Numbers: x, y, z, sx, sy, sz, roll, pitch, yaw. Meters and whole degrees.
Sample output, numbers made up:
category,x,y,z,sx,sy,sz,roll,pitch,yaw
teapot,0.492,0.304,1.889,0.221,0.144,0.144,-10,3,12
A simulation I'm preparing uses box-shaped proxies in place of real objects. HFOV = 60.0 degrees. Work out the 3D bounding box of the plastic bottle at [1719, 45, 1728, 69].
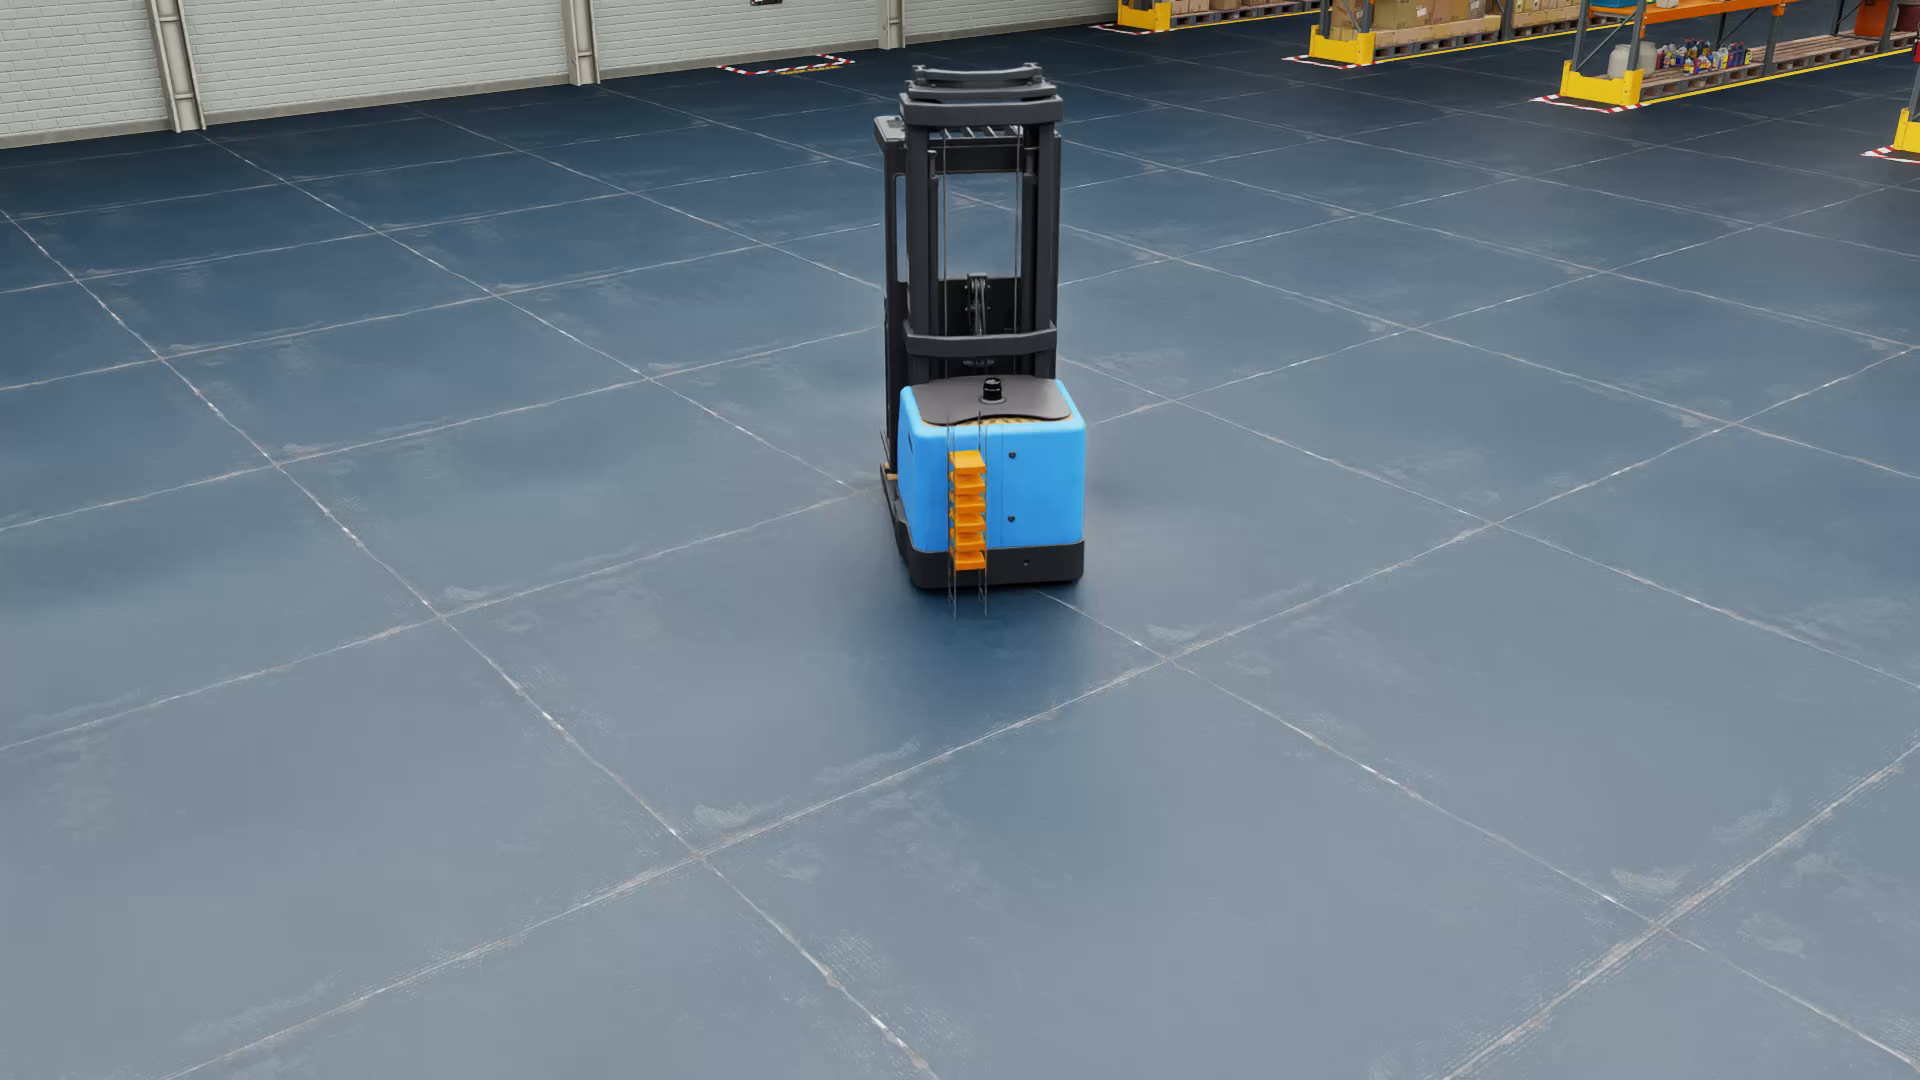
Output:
category,x,y,z,sx,sy,sz,roll,pitch,yaw
plastic bottle,12.006,-7.609,26.207,0.185,0.351,0.144,-18,31,-34

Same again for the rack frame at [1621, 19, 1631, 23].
category,x,y,z,sx,sy,sz,roll,pitch,yaw
rack frame,12.834,-11.689,32.373,0.127,3.000,1.000,-18,31,-34

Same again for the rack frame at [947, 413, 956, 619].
category,x,y,z,sx,sy,sz,roll,pitch,yaw
rack frame,-0.049,-0.131,9.602,0.006,1.200,0.240,-4,26,-8

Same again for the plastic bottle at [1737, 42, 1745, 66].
category,x,y,z,sx,sy,sz,roll,pitch,yaw
plastic bottle,12.411,-7.743,26.495,0.185,0.351,0.144,-19,31,-35

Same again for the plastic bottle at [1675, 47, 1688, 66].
category,x,y,z,sx,sy,sz,roll,pitch,yaw
plastic bottle,11.477,-7.698,26.486,0.135,0.276,0.152,-18,31,-34

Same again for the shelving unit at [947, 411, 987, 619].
category,x,y,z,sx,sy,sz,roll,pitch,yaw
shelving unit,0.041,-0.137,9.614,0.189,1.200,0.258,-4,26,-8

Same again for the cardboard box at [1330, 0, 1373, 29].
category,x,y,z,sx,sy,sz,roll,pitch,yaw
cardboard box,6.777,-9.132,28.740,0.500,0.500,0.500,-18,31,-34

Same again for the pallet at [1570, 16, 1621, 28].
category,x,y,z,sx,sy,sz,roll,pitch,yaw
pallet,12.162,-10.223,32.527,1.213,0.211,1.003,-18,31,-34

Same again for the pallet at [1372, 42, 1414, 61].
category,x,y,z,sx,sy,sz,roll,pitch,yaw
pallet,7.114,-8.558,28.940,1.213,0.211,1.003,-18,31,-34

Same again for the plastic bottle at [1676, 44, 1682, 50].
category,x,y,z,sx,sy,sz,roll,pitch,yaw
plastic bottle,11.544,-7.825,26.751,0.133,0.283,0.061,-17,30,-32

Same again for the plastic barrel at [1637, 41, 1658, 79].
category,x,y,z,sx,sy,sz,roll,pitch,yaw
plastic barrel,10.457,-7.357,25.496,0.421,0.512,0.421,0,25,0

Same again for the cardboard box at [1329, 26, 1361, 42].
category,x,y,z,sx,sy,sz,roll,pitch,yaw
cardboard box,6.778,-8.791,28.896,0.500,0.250,0.500,-18,31,-34

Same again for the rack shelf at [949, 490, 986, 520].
category,x,y,z,sx,sy,sz,roll,pitch,yaw
rack shelf,0.041,-0.205,9.581,0.180,0.103,0.258,-4,26,-8

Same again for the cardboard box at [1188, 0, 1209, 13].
category,x,y,z,sx,sy,sz,roll,pitch,yaw
cardboard box,4.527,-10.529,32.544,0.500,0.311,0.500,-15,29,-30

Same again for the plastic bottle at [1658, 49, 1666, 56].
category,x,y,z,sx,sy,sz,roll,pitch,yaw
plastic bottle,11.091,-7.648,26.378,0.135,0.276,0.152,-19,31,-35

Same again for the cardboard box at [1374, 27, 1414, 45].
category,x,y,z,sx,sy,sz,roll,pitch,yaw
cardboard box,7.489,-8.751,28.809,0.500,0.250,0.500,-18,31,-34

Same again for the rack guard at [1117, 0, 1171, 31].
category,x,y,z,sx,sy,sz,roll,pitch,yaw
rack guard,3.539,-10.137,31.997,0.348,0.500,1.175,-18,31,-34

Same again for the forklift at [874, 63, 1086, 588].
category,x,y,z,sx,sy,sz,roll,pitch,yaw
forklift,0.042,-1.629,10.779,1.130,2.935,3.031,-3,25,-7

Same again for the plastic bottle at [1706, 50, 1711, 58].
category,x,y,z,sx,sy,sz,roll,pitch,yaw
plastic bottle,11.809,-7.573,26.208,0.133,0.283,0.061,-18,31,-34

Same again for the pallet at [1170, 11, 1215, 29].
category,x,y,z,sx,sy,sz,roll,pitch,yaw
pallet,4.200,-10.205,32.488,1.213,0.211,1.003,-18,31,-34

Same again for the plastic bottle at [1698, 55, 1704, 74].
category,x,y,z,sx,sy,sz,roll,pitch,yaw
plastic bottle,11.481,-7.388,25.823,0.097,0.271,0.097,0,25,0

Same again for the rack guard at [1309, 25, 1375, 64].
category,x,y,z,sx,sy,sz,roll,pitch,yaw
rack guard,6.520,-8.471,28.408,0.348,0.500,1.175,-18,31,-34

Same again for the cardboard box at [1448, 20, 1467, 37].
category,x,y,z,sx,sy,sz,roll,pitch,yaw
cardboard box,8.672,-9.139,29.645,0.500,0.250,0.500,-18,31,-34

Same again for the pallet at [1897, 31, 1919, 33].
category,x,y,z,sx,sy,sz,roll,pitch,yaw
pallet,17.441,-9.316,30.572,1.213,0.211,1.003,-18,31,-34

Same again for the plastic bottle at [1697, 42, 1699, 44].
category,x,y,z,sx,sy,sz,roll,pitch,yaw
plastic bottle,11.981,-7.941,27.011,0.135,0.276,0.152,-17,30,-32

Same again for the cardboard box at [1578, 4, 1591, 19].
category,x,y,z,sx,sy,sz,roll,pitch,yaw
cardboard box,11.769,-10.150,31.824,0.500,0.250,0.500,-17,30,-33

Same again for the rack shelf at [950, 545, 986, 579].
category,x,y,z,sx,sy,sz,roll,pitch,yaw
rack shelf,0.042,0.119,9.738,0.180,0.103,0.258,-4,26,-8

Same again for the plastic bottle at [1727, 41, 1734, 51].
category,x,y,z,sx,sy,sz,roll,pitch,yaw
plastic bottle,12.322,-7.791,26.598,0.185,0.351,0.144,-18,31,-34

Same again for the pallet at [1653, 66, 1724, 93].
category,x,y,z,sx,sy,sz,roll,pitch,yaw
pallet,11.225,-7.264,26.150,1.213,0.211,1.003,-18,31,-34

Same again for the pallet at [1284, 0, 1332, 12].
category,x,y,z,sx,sy,sz,roll,pitch,yaw
pallet,7.238,-11.228,34.691,1.213,0.211,1.003,-18,31,-34

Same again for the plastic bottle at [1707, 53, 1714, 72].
category,x,y,z,sx,sy,sz,roll,pitch,yaw
plastic bottle,11.719,-7.466,25.993,0.097,0.271,0.097,0,25,0

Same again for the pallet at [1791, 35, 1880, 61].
category,x,y,z,sx,sy,sz,roll,pitch,yaw
pallet,15.254,-8.594,29.016,1.213,0.211,1.003,-18,31,-34

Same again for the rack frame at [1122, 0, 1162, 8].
category,x,y,z,sx,sy,sz,roll,pitch,yaw
rack frame,3.479,-11.251,31.429,0.127,3.000,1.000,-18,31,-34

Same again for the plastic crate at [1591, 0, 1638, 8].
category,x,y,z,sx,sy,sz,roll,pitch,yaw
plastic crate,9.801,-8.130,24.882,0.616,0.251,0.499,-18,31,-34

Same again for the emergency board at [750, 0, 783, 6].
category,x,y,z,sx,sy,sz,roll,pitch,yaw
emergency board,-3.212,-9.535,27.732,0.626,1.169,0.157,-18,31,-34

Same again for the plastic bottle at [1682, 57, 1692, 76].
category,x,y,z,sx,sy,sz,roll,pitch,yaw
plastic bottle,11.211,-7.299,25.631,0.097,0.271,0.097,0,25,0

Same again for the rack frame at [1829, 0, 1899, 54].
category,x,y,z,sx,sy,sz,roll,pitch,yaw
rack frame,15.887,-10.047,28.835,0.127,3.000,1.000,-18,31,-34

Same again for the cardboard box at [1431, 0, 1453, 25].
category,x,y,z,sx,sy,sz,roll,pitch,yaw
cardboard box,8.280,-9.348,29.207,0.500,0.500,0.500,-18,31,-34

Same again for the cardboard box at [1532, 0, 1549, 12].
category,x,y,z,sx,sy,sz,roll,pitch,yaw
cardboard box,10.562,-10.000,30.836,0.500,0.311,0.500,-19,31,-35

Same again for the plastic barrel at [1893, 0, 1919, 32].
category,x,y,z,sx,sy,sz,roll,pitch,yaw
plastic barrel,17.151,-9.570,30.172,0.708,0.588,0.600,-18,31,-34

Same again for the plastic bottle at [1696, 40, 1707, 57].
category,x,y,z,sx,sy,sz,roll,pitch,yaw
plastic bottle,11.937,-7.886,26.803,0.185,0.351,0.144,-18,31,-34

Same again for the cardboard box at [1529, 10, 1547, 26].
category,x,y,z,sx,sy,sz,roll,pitch,yaw
cardboard box,10.559,-9.748,30.958,0.500,0.250,0.500,-17,30,-33

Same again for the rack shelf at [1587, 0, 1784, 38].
category,x,y,z,sx,sy,sz,roll,pitch,yaw
rack shelf,11.166,-8.162,25.628,4.000,0.370,1.077,-18,31,-34

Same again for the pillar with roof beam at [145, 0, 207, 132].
category,x,y,z,sx,sy,sz,roll,pitch,yaw
pillar with roof beam,-8.012,-8.338,18.027,0.400,9.000,9.100,-18,31,-34

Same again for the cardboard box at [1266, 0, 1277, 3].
category,x,y,z,sx,sy,sz,roll,pitch,yaw
cardboard box,6.224,-11.055,33.851,0.380,0.166,0.250,22,33,39
